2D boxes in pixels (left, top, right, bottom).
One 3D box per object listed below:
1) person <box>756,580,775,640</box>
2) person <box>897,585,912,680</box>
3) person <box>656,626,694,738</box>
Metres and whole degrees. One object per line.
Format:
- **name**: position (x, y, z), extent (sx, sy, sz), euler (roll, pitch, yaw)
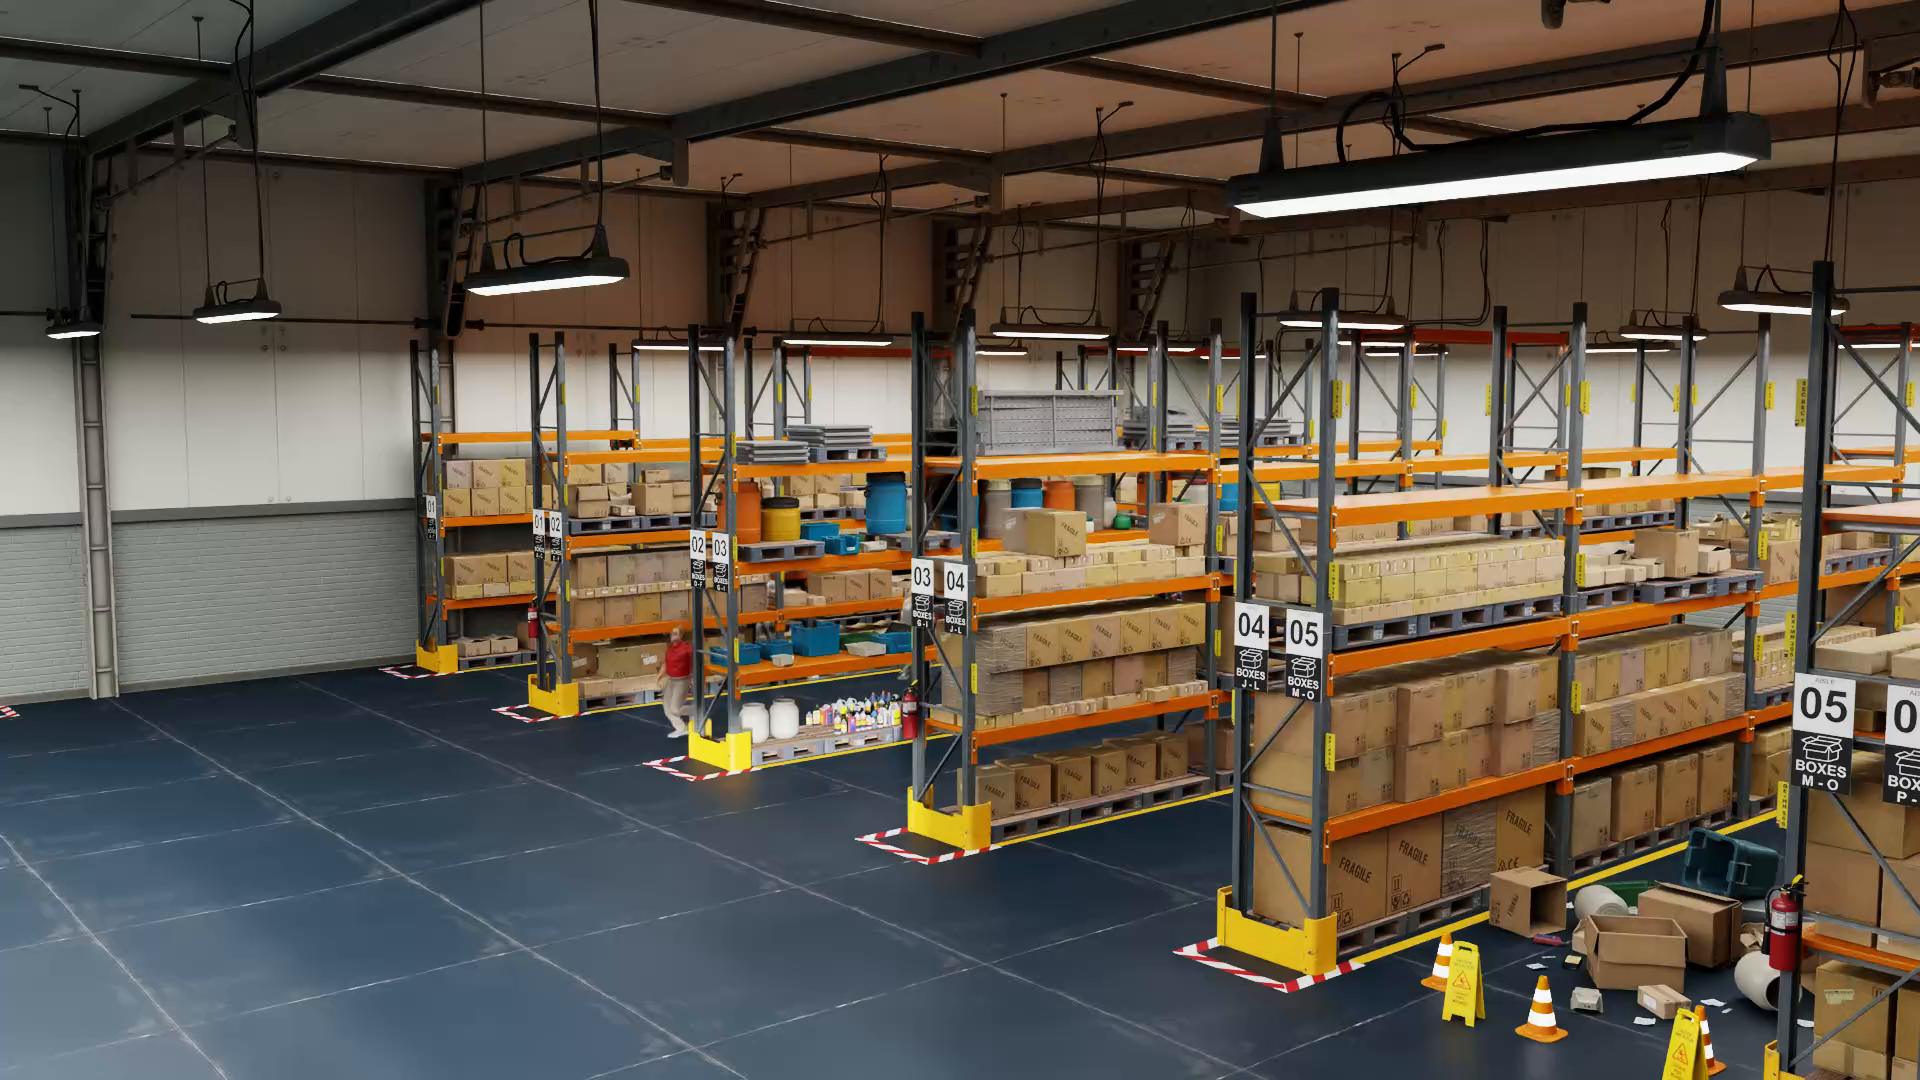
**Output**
- **person**: position (-3.688, 1.405, 31.191), extent (0.854, 1.823, 0.654), euler (-5, 7, -42)
- **person**: position (-0.779, 1.522, 27.829), extent (0.550, 1.565, 0.814), euler (4, 6, 35)
- **person**: position (-4.098, 2.082, 24.244), extent (0.687, 1.659, 0.624), euler (4, 7, 40)
